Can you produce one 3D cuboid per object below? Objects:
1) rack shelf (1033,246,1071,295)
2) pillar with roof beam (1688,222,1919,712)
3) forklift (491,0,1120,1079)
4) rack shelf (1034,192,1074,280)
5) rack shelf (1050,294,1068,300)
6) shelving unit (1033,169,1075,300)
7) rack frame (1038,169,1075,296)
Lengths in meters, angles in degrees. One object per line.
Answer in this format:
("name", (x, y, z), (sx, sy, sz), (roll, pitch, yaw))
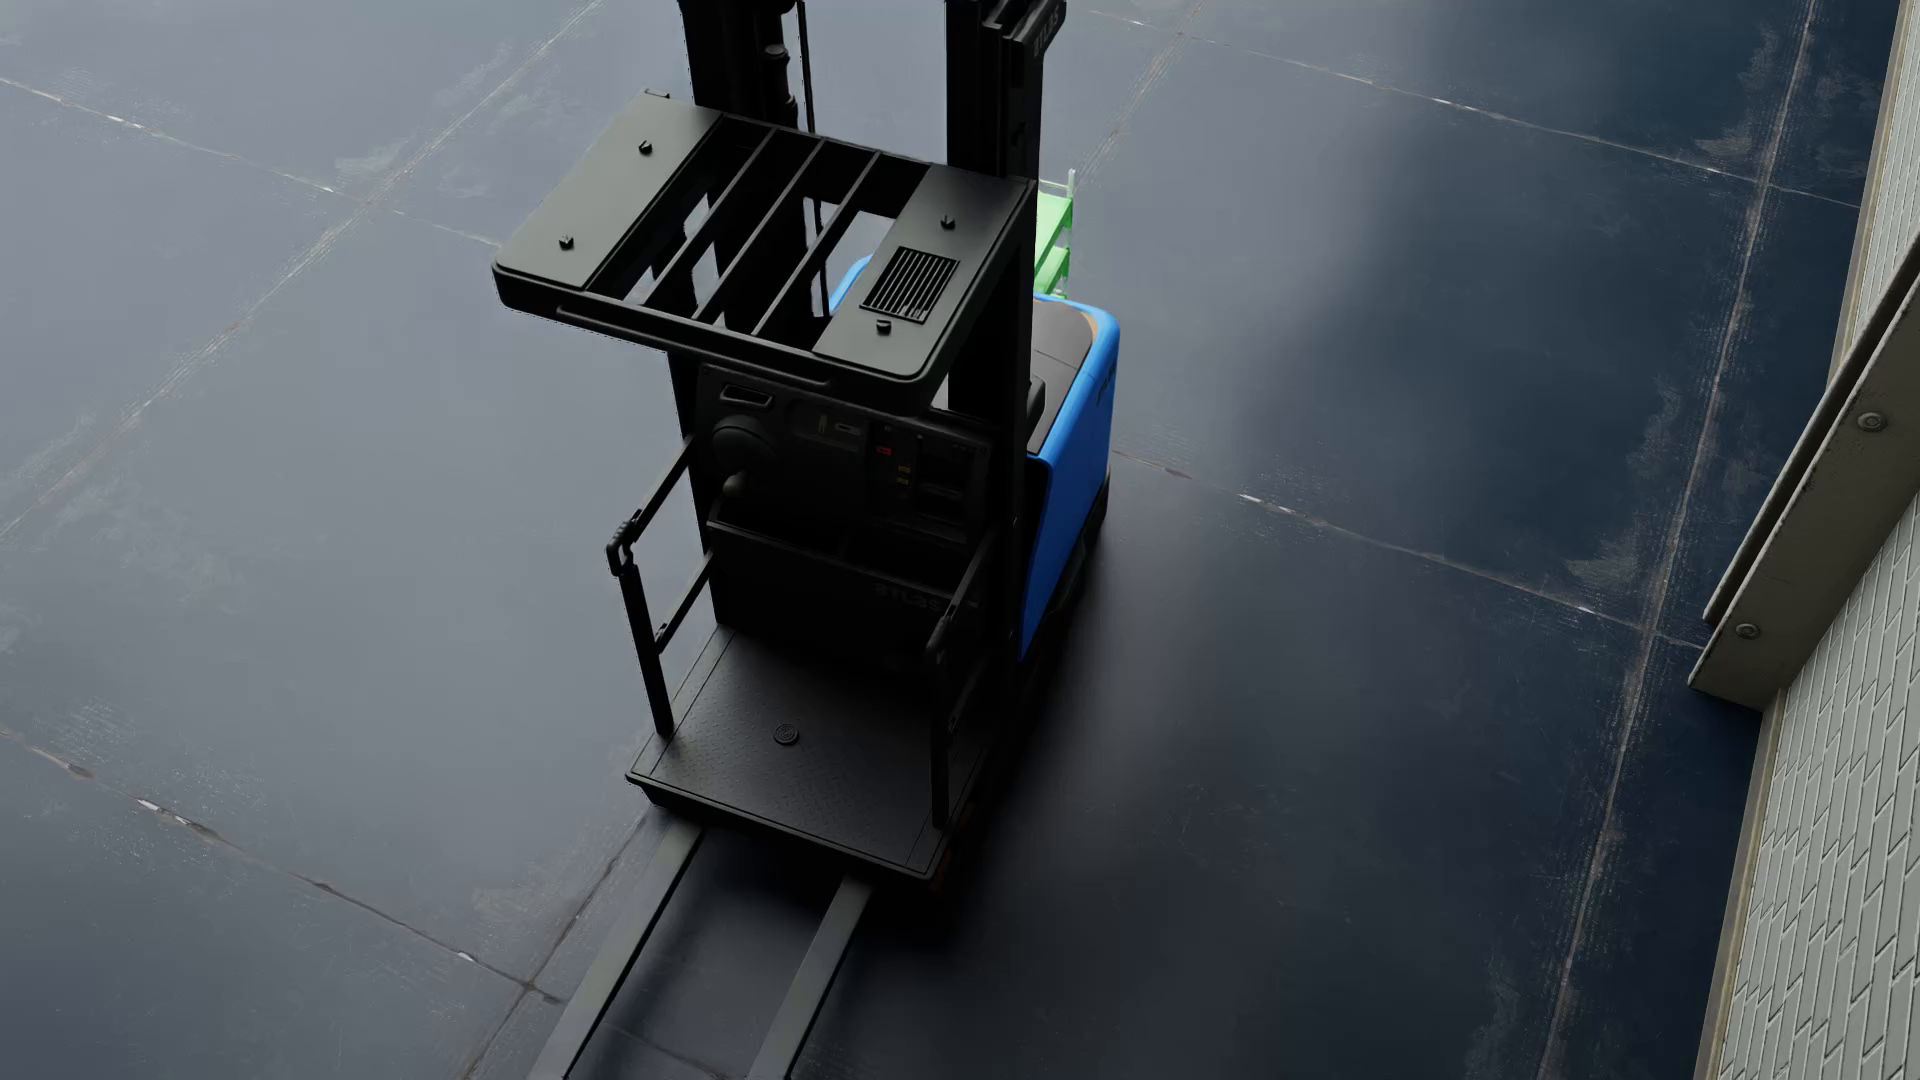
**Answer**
("rack shelf", (0.223, -0.949, 6.353), (0.258, 0.148, 0.480), (16, 52, 14))
("pillar with roof beam", (-0.996, -3.868, 3.948), (9.100, 9.000, 0.400), (20, 52, 16))
("forklift", (-0.428, -0.139, 4.759), (1.130, 2.935, 3.031), (16, 52, 14))
("rack shelf", (0.223, -1.104, 6.171), (0.258, 0.148, 0.480), (16, 52, 14))
("rack shelf", (0.223, -0.793, 6.536), (0.258, 0.148, 0.480), (16, 52, 14))
("shelving unit", (0.223, -0.835, 6.488), (0.258, 1.200, 0.503), (16, 52, 14))
("rack frame", (0.312, -1.008, 6.635), (0.240, 1.200, 0.015), (16, 52, 14))
